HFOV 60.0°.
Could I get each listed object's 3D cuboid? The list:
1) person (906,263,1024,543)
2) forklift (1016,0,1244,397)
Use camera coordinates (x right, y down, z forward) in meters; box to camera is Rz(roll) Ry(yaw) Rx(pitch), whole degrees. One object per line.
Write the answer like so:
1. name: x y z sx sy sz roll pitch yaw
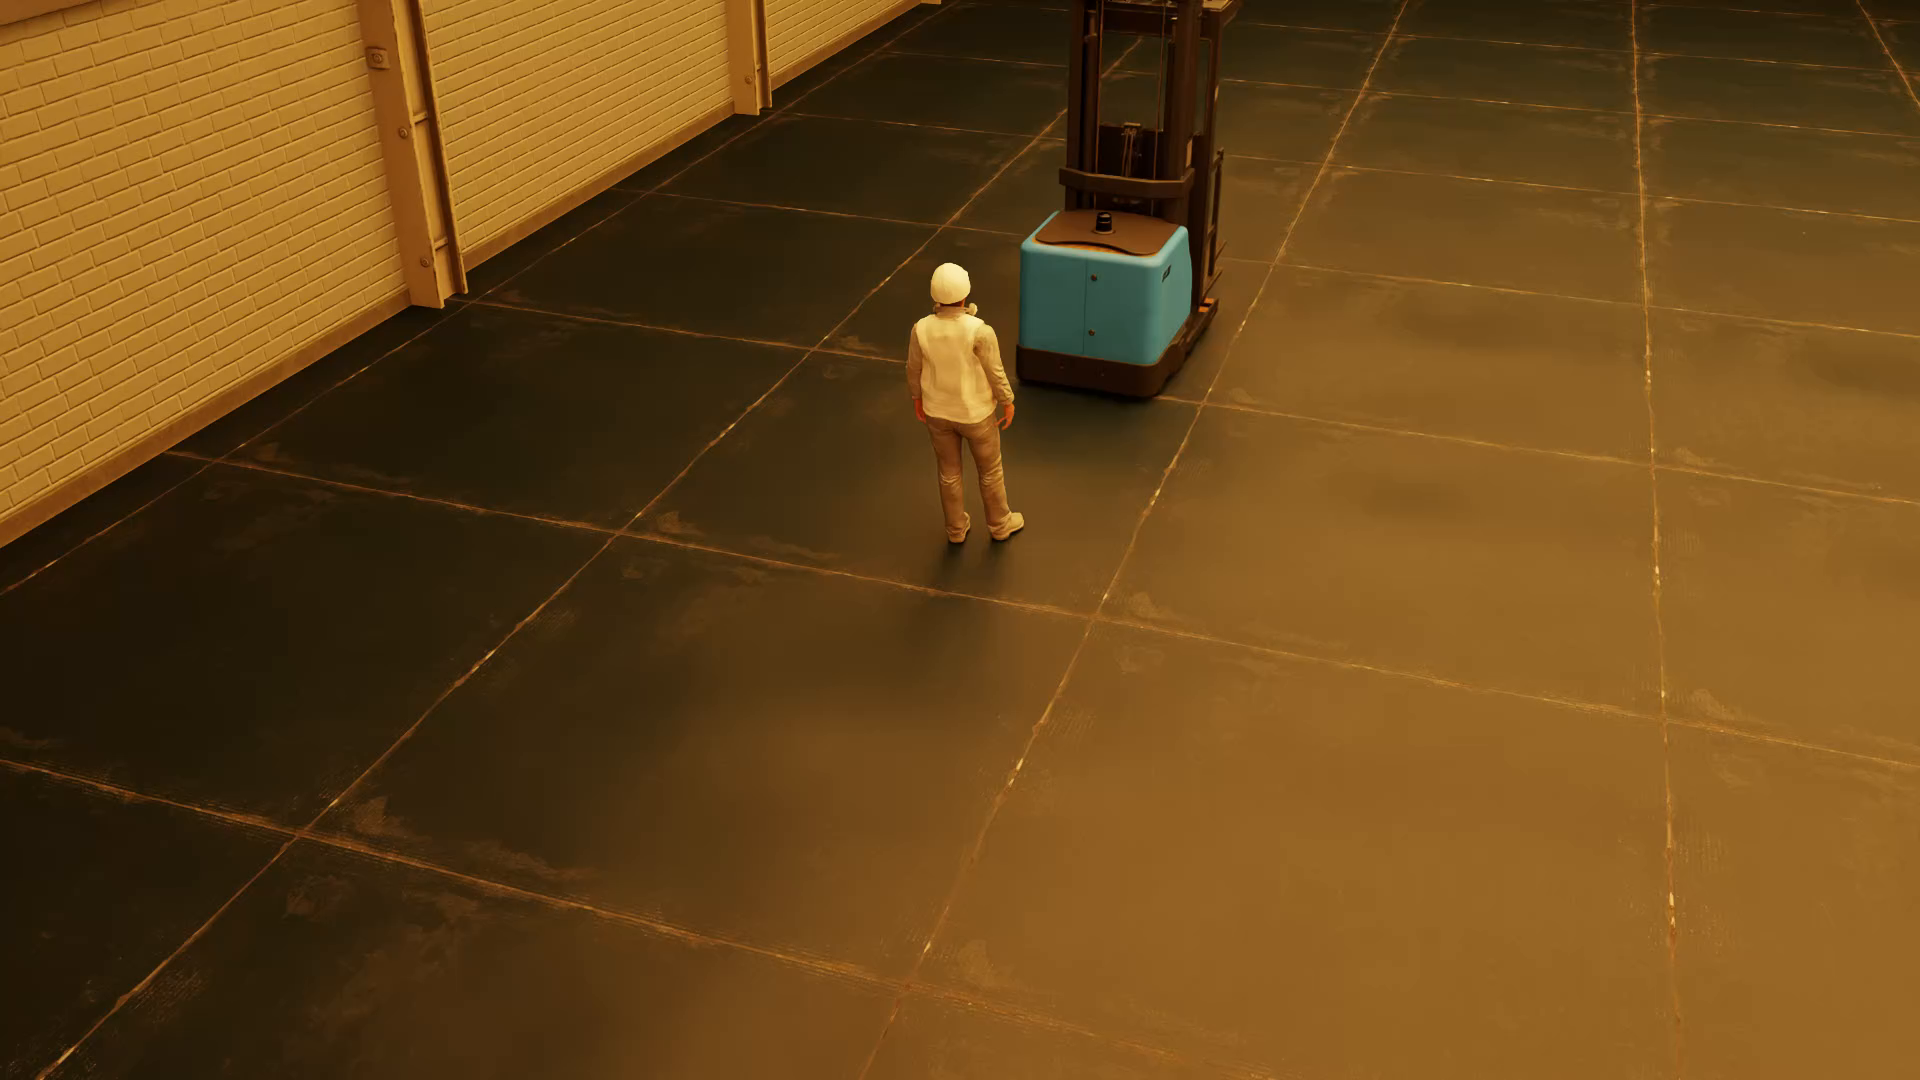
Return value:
1. person: 0.027 -0.806 9.703 0.634 1.775 0.566 10 31 16
2. forklift: 1.406 -2.996 12.392 1.130 2.935 3.031 11 31 18
